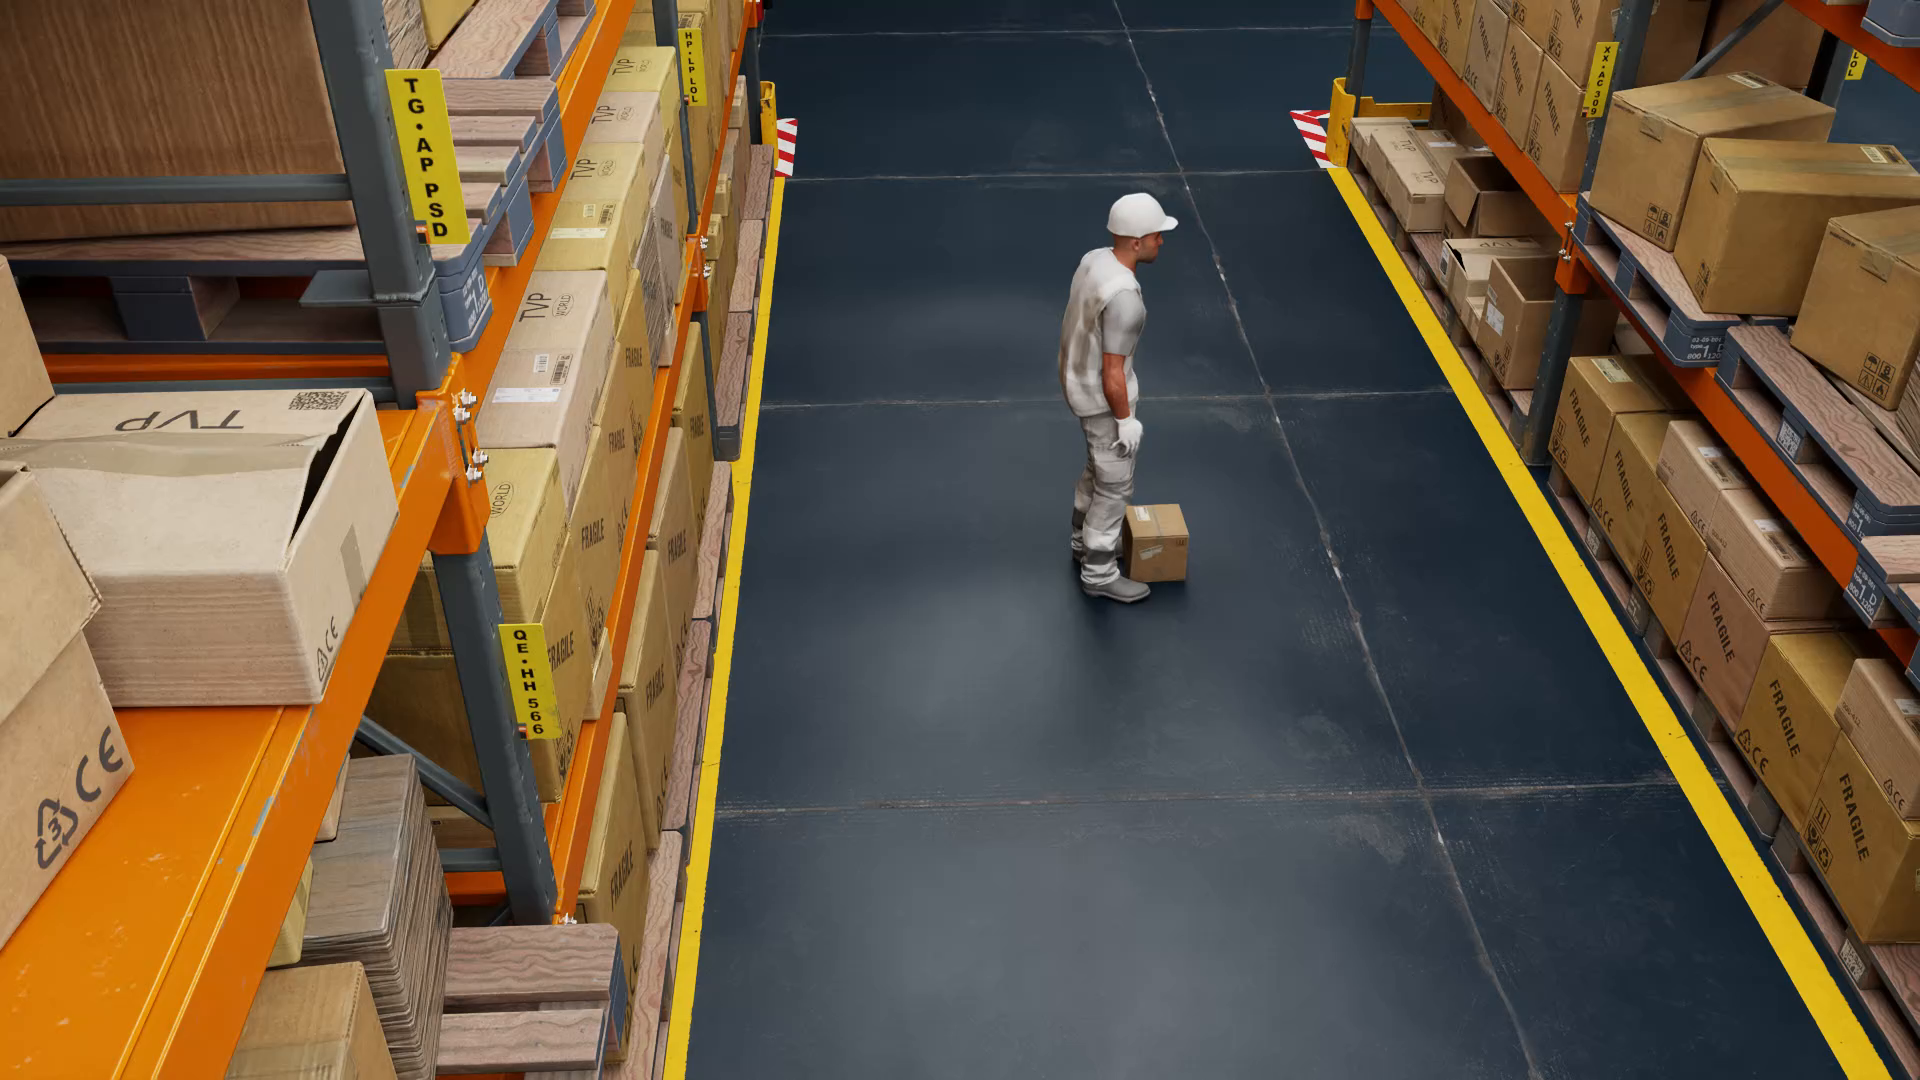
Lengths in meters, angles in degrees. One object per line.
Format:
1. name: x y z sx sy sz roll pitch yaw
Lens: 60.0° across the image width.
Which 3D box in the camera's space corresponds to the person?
1. person: 0.643 -0.603 6.997 0.451 1.778 0.612 -3 35 -5
